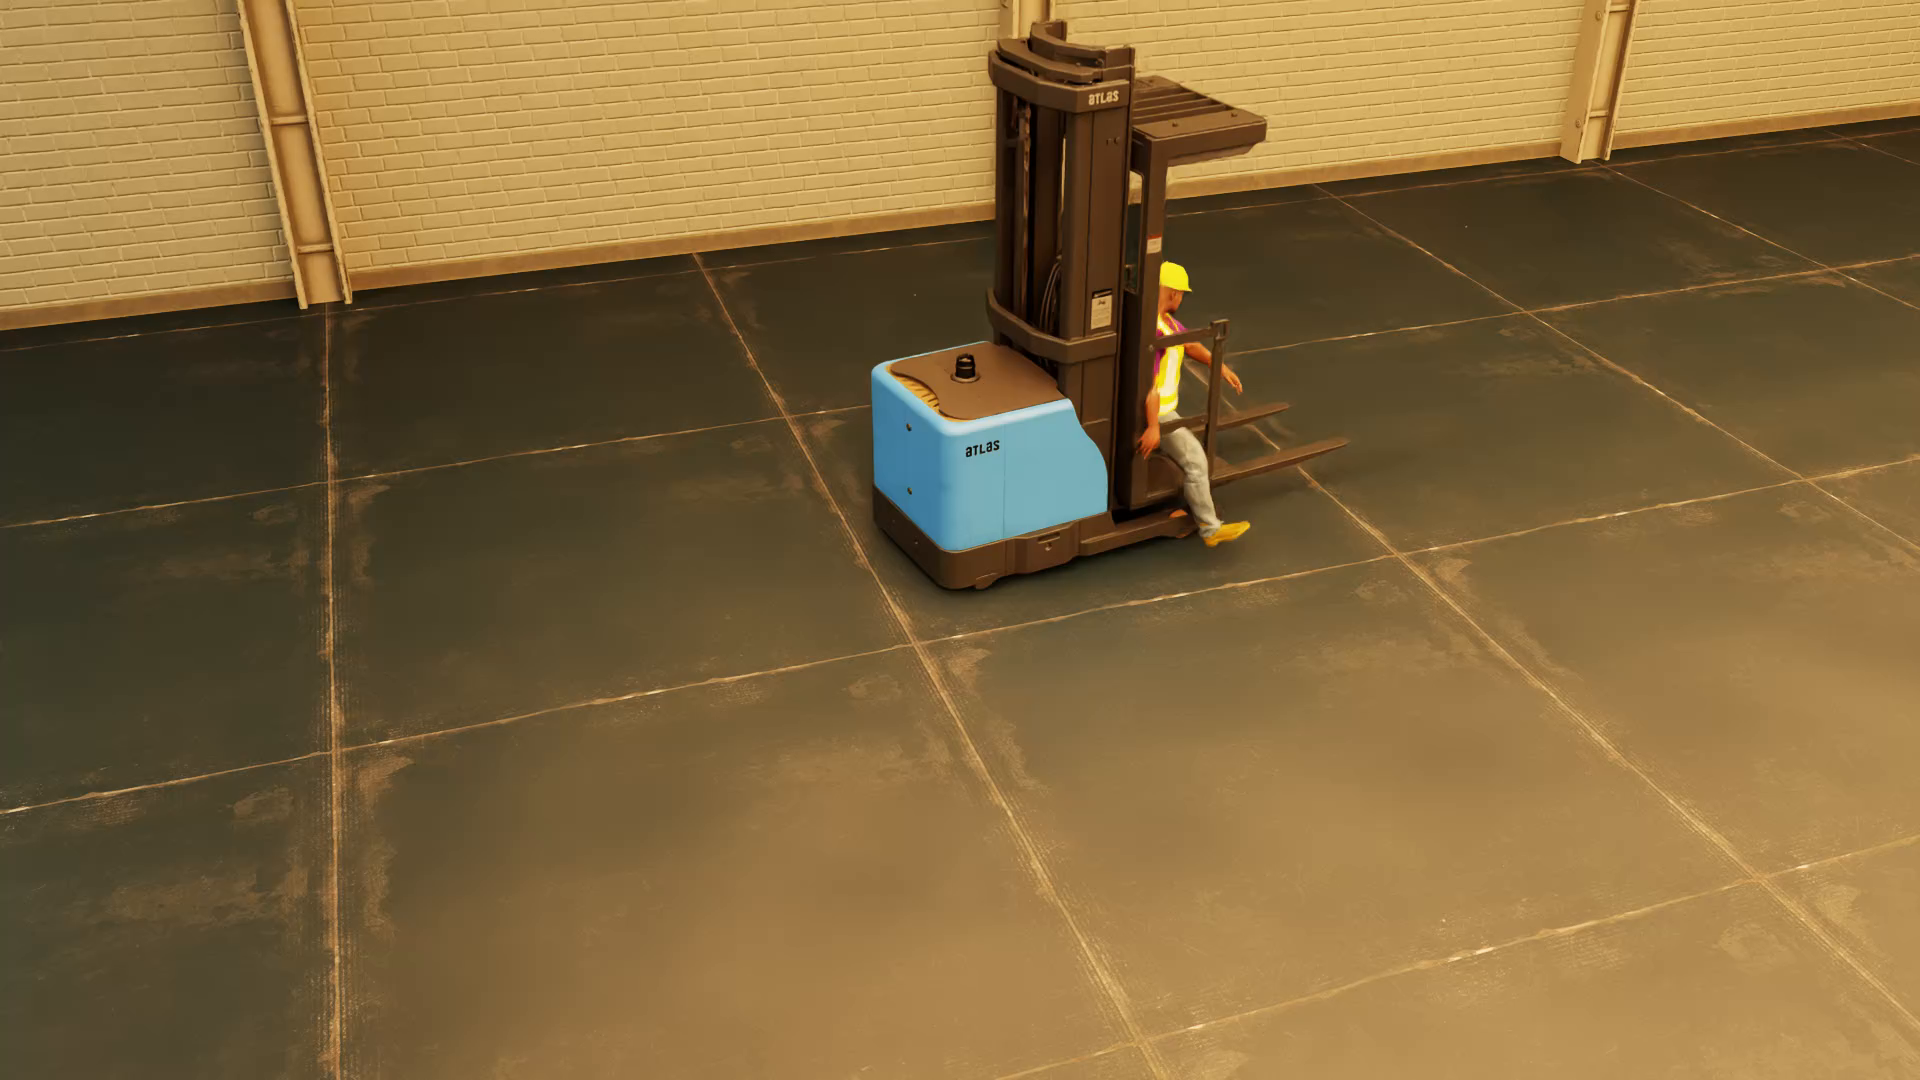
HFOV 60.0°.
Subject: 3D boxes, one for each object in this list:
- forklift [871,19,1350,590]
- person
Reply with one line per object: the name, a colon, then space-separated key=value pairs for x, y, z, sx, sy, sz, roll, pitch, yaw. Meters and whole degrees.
forklift: x=1.015 y=-1.498 z=9.691 sx=3.031 sy=2.935 sz=1.130 roll=-15 pitch=33 yaw=-24
person: x=1.260 y=-0.785 z=9.750 sx=0.991 sy=1.653 sz=0.807 roll=4 pitch=30 yaw=8
